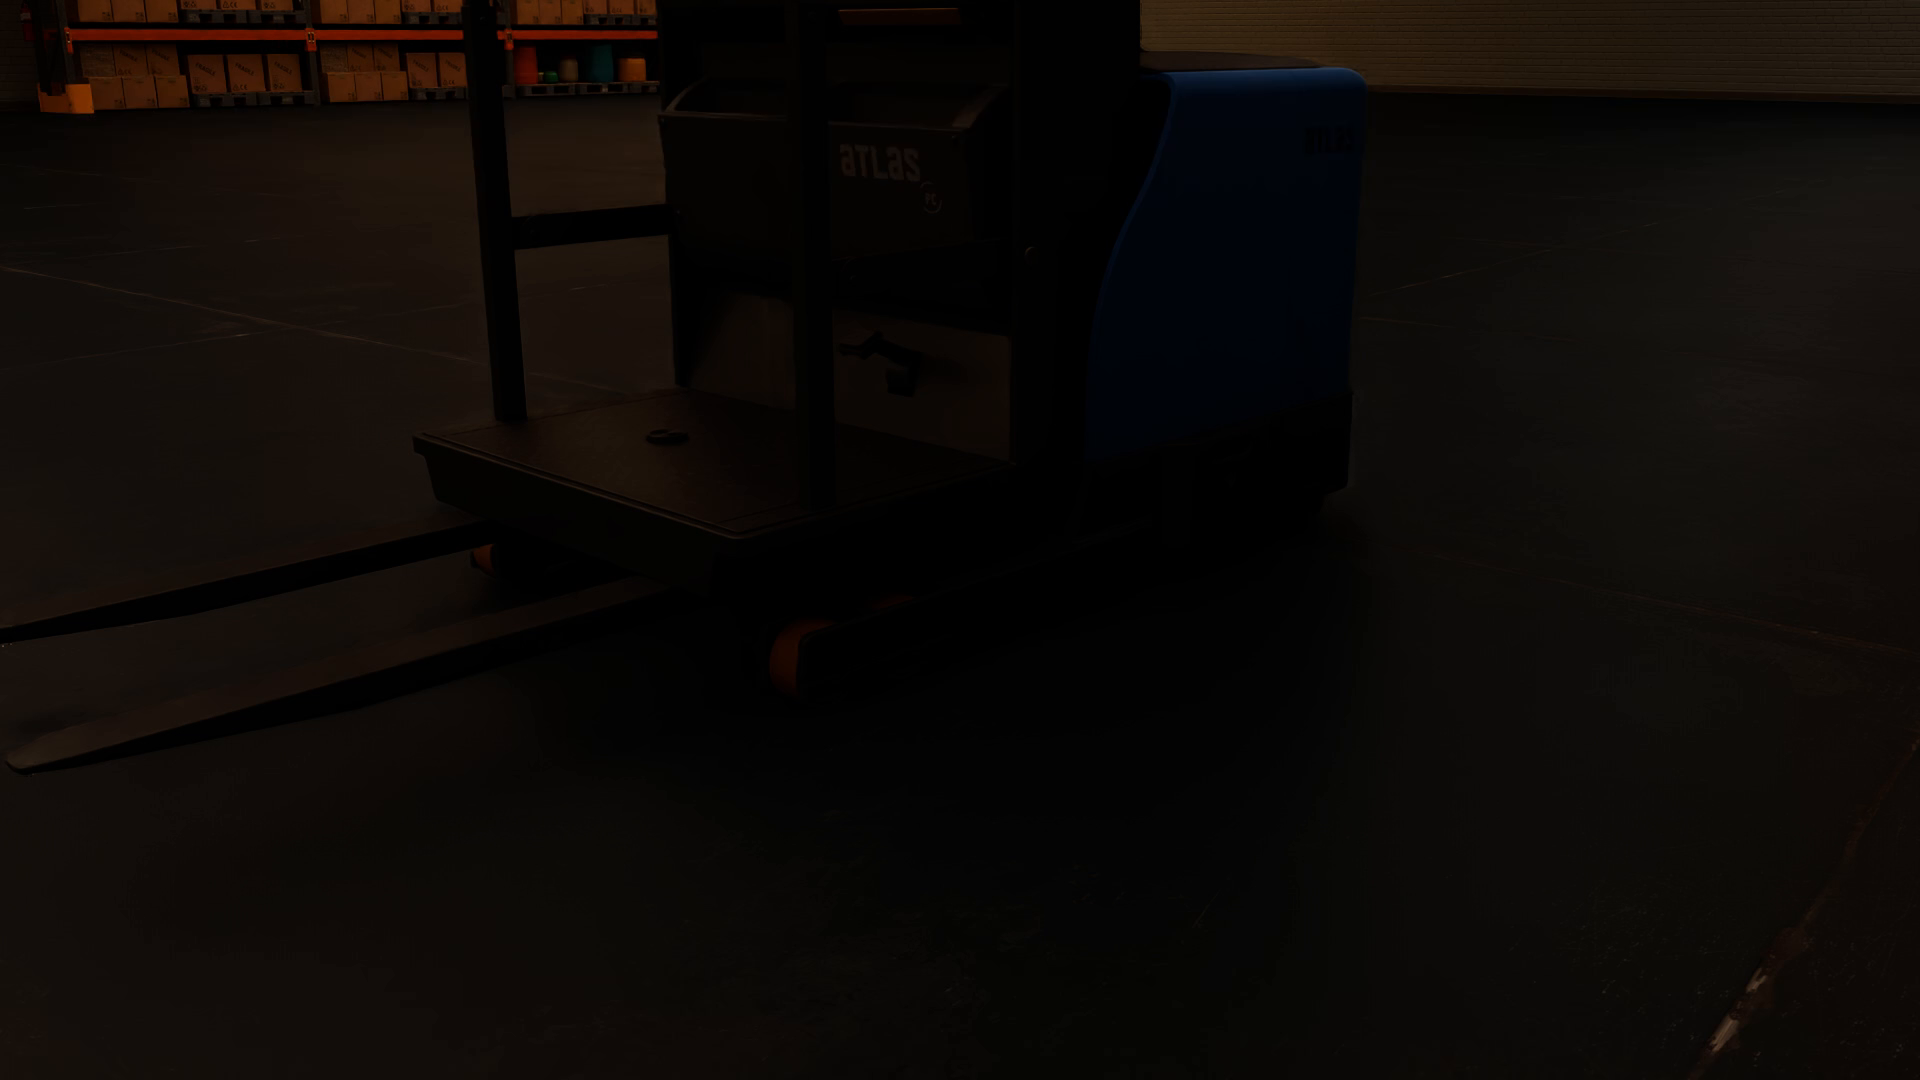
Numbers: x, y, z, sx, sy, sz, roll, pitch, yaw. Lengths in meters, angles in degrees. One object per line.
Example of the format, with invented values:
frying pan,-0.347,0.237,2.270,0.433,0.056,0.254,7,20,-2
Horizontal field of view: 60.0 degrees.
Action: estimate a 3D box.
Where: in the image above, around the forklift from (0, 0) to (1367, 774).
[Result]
forklift,-0.419,-1.270,3.079,1.130,2.935,3.031,16,23,42
